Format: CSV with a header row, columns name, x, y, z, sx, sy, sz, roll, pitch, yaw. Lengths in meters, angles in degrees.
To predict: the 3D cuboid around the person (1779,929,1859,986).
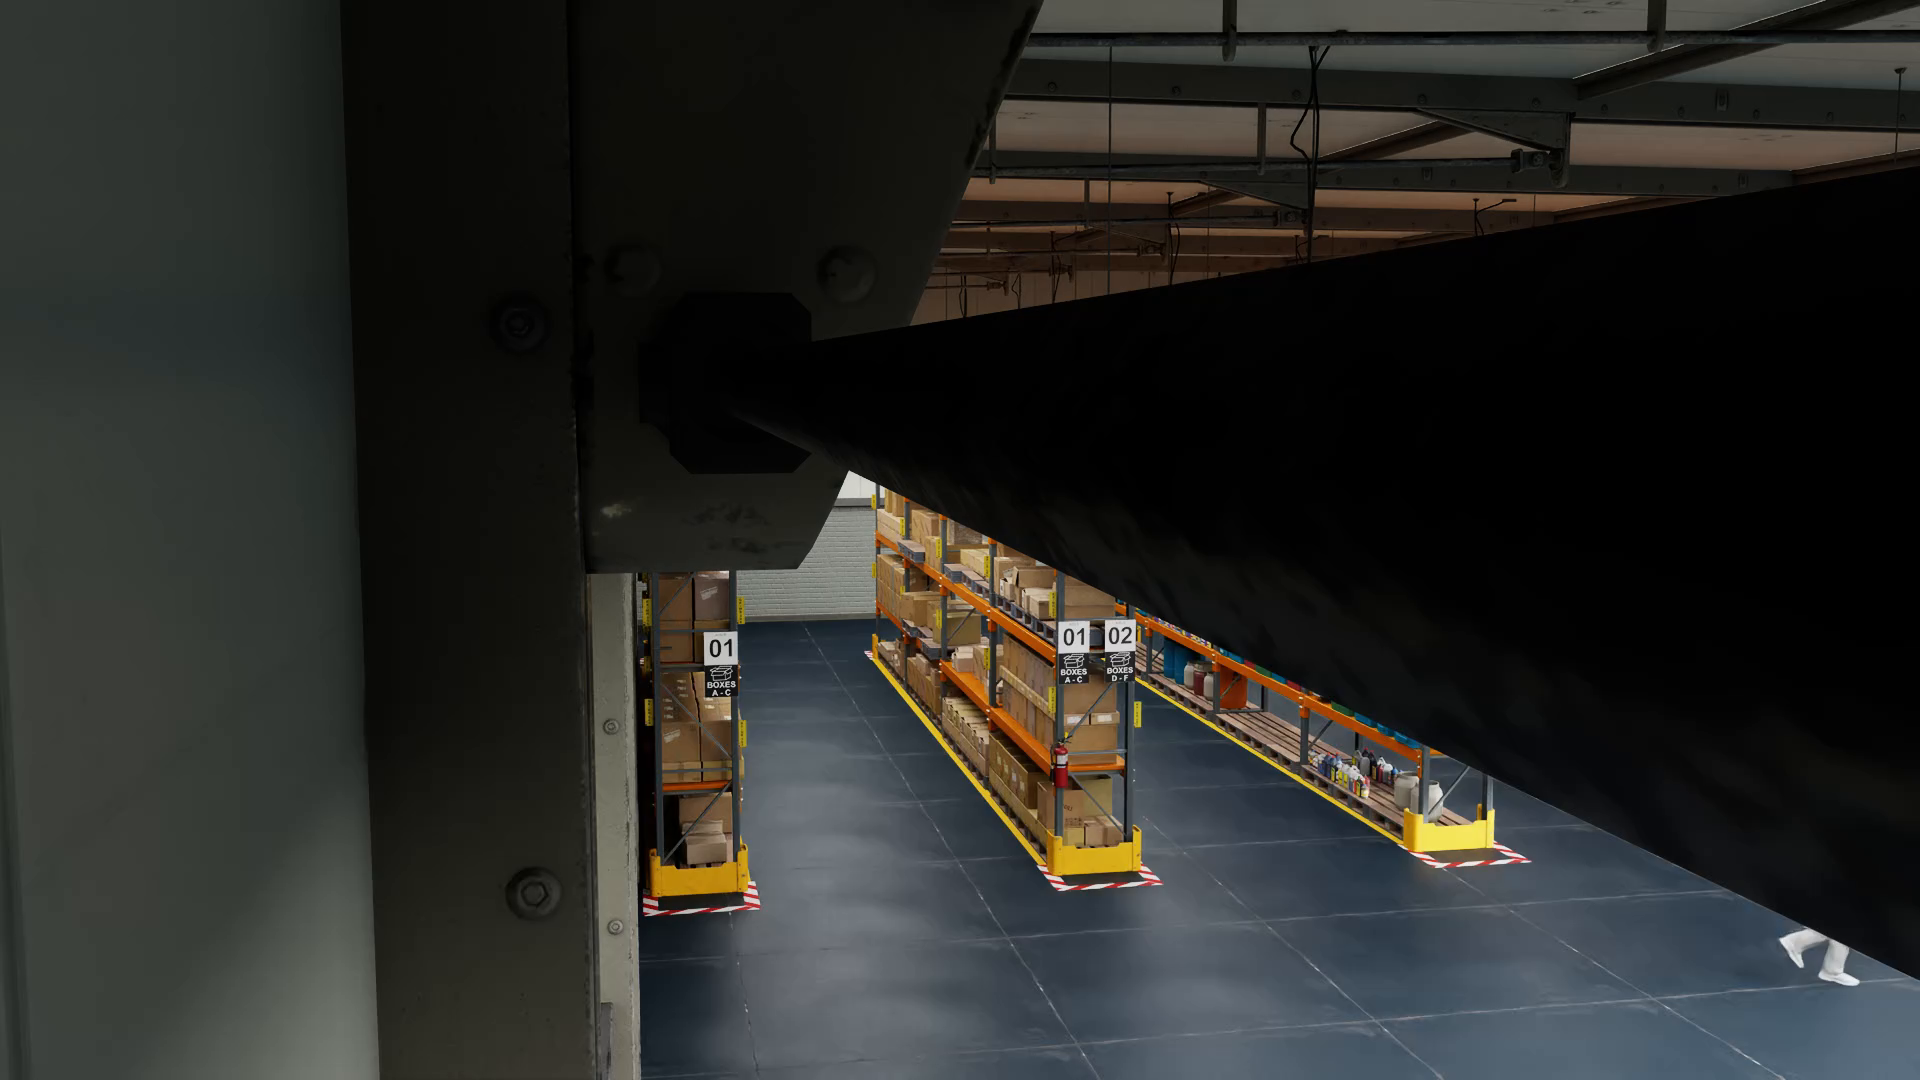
name,x,y,z,sx,sy,sz,roll,pitch,yaw
person,8.926,3.706,17.214,0.760,1.763,0.706,2,6,19
